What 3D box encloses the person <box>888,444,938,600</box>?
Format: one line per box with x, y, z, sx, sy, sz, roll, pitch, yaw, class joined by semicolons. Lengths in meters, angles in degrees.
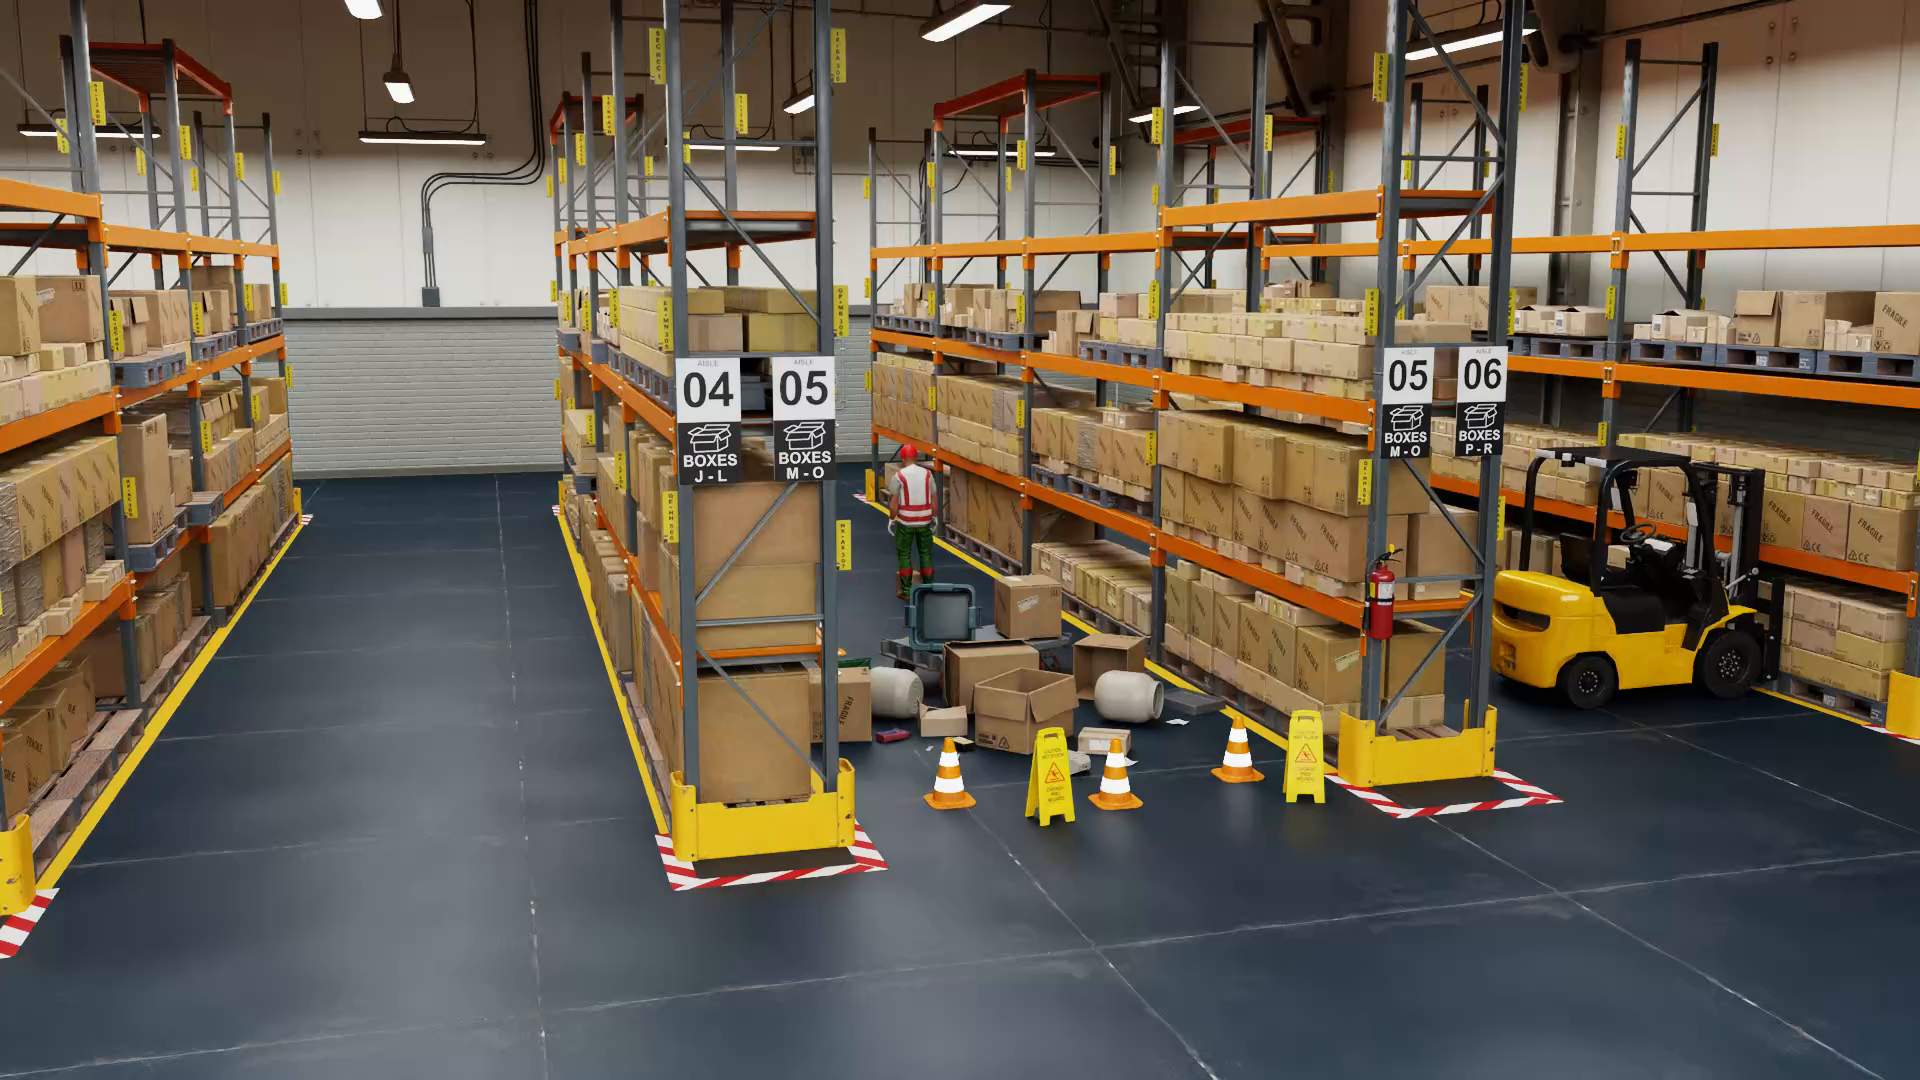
-0.541;-0.208;19.125;0.610;1.777;0.452;-3;10;-19;person
